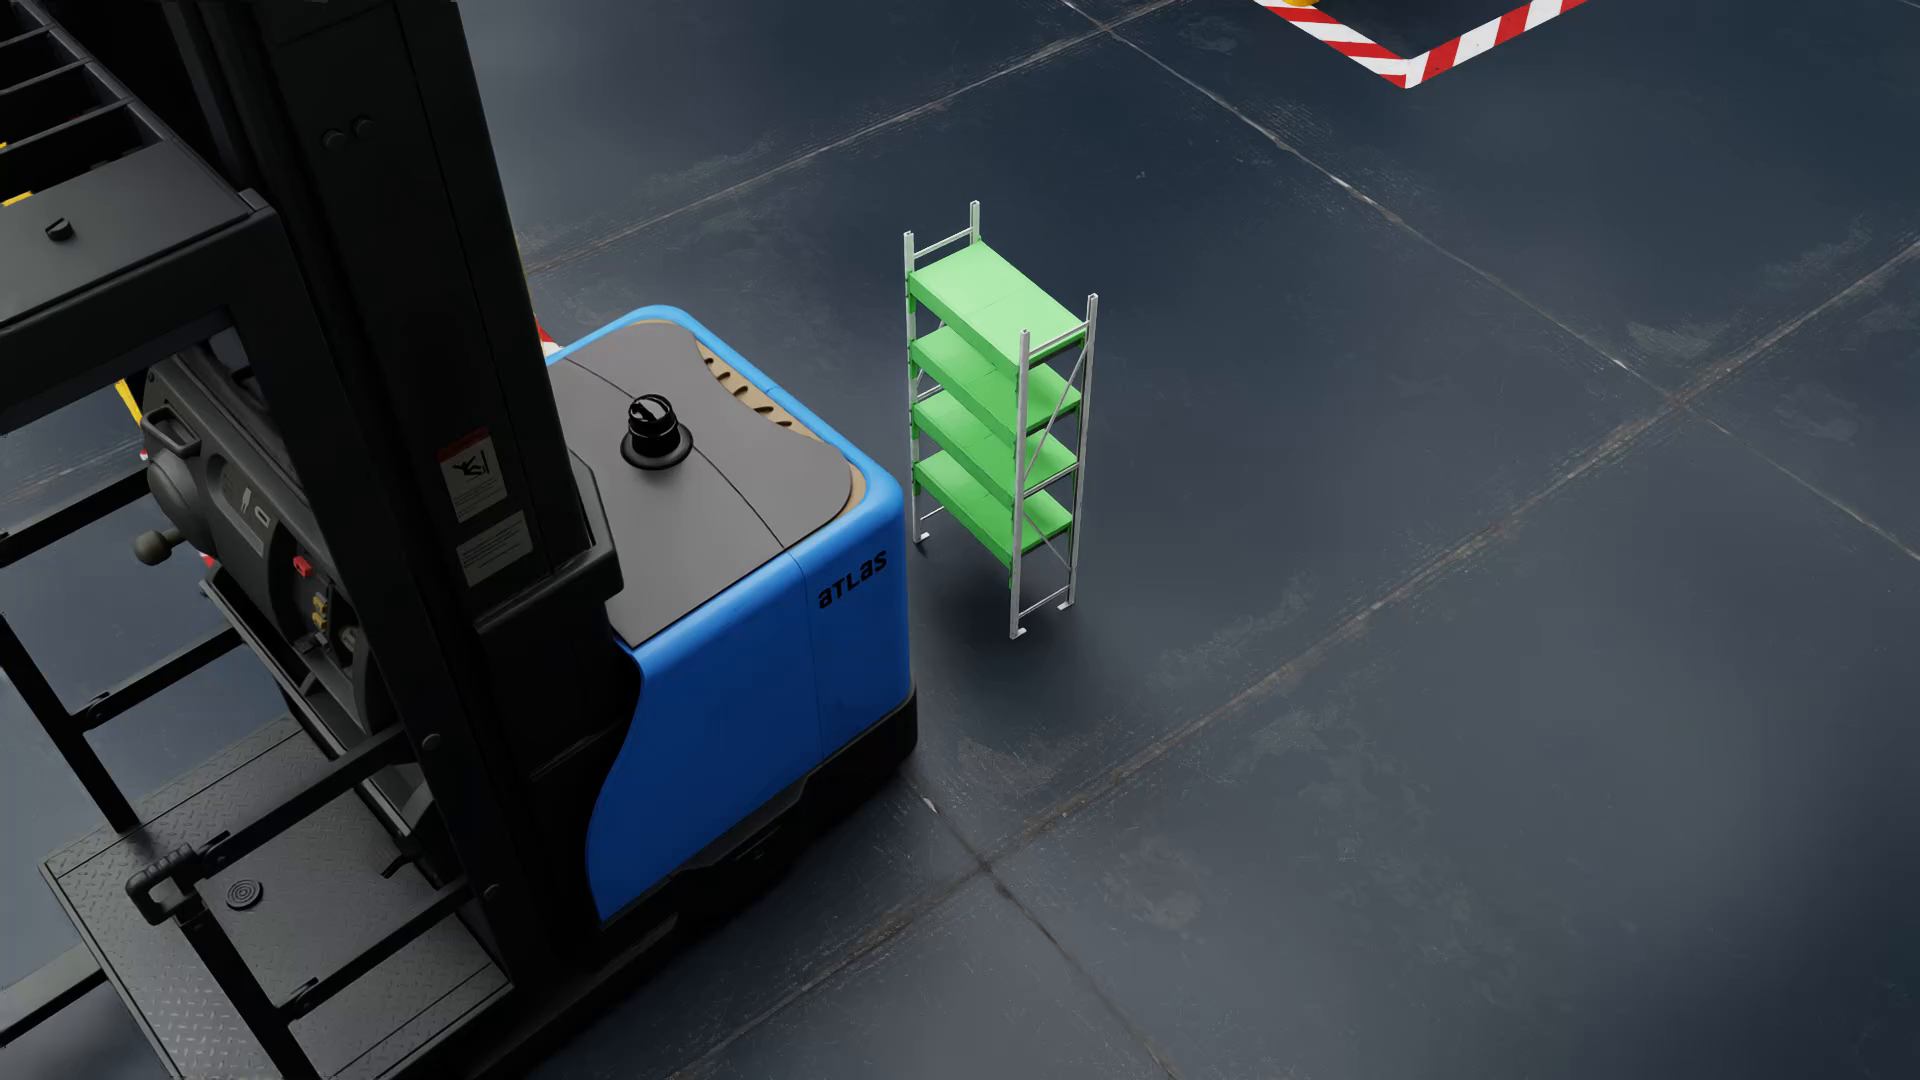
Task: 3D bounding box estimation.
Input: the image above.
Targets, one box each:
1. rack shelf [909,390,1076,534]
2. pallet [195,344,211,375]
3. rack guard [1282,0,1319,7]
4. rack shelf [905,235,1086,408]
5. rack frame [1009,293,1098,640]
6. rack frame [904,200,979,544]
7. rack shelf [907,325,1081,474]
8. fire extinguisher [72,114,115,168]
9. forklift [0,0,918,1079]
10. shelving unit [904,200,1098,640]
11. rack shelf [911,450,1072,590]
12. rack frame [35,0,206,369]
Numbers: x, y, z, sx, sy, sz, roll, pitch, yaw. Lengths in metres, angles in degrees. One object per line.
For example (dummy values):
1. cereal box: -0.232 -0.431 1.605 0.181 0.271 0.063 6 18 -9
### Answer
1. rack shelf: 0.100 -0.262 4.764 0.258 0.148 0.480 -29 54 -24
2. pallet: -2.500 -1.026 6.037 1.003 0.211 1.213 -29 54 -24
3. rack guard: 1.867 -2.884 7.527 1.175 0.500 0.348 -29 54 -24
4. rack shelf: 0.100 -0.585 4.409 0.258 0.148 0.480 -29 54 -24
5. rack frame: 0.248 -0.162 4.587 0.240 1.200 0.015 -29 54 -24
6. rack frame: -0.048 -0.449 4.847 0.240 1.200 0.015 -29 54 -24
7. rack shelf: 0.100 -0.424 4.587 0.258 0.148 0.480 -29 54 -24
8. fire extinguisher: -2.302 -1.015 4.449 0.296 0.674 0.183 -29 54 -24
9. forklift: -1.540 0.095 3.186 3.031 2.935 1.130 -35 56 -27
10. shelving unit: 0.100 -0.305 4.717 0.258 1.200 0.503 -29 54 -24
11. rack shelf: 0.100 -0.101 4.942 0.258 0.148 0.480 -29 54 -24
12. rack frame: -2.032 -1.459 4.548 1.000 3.000 0.127 -29 54 -24
